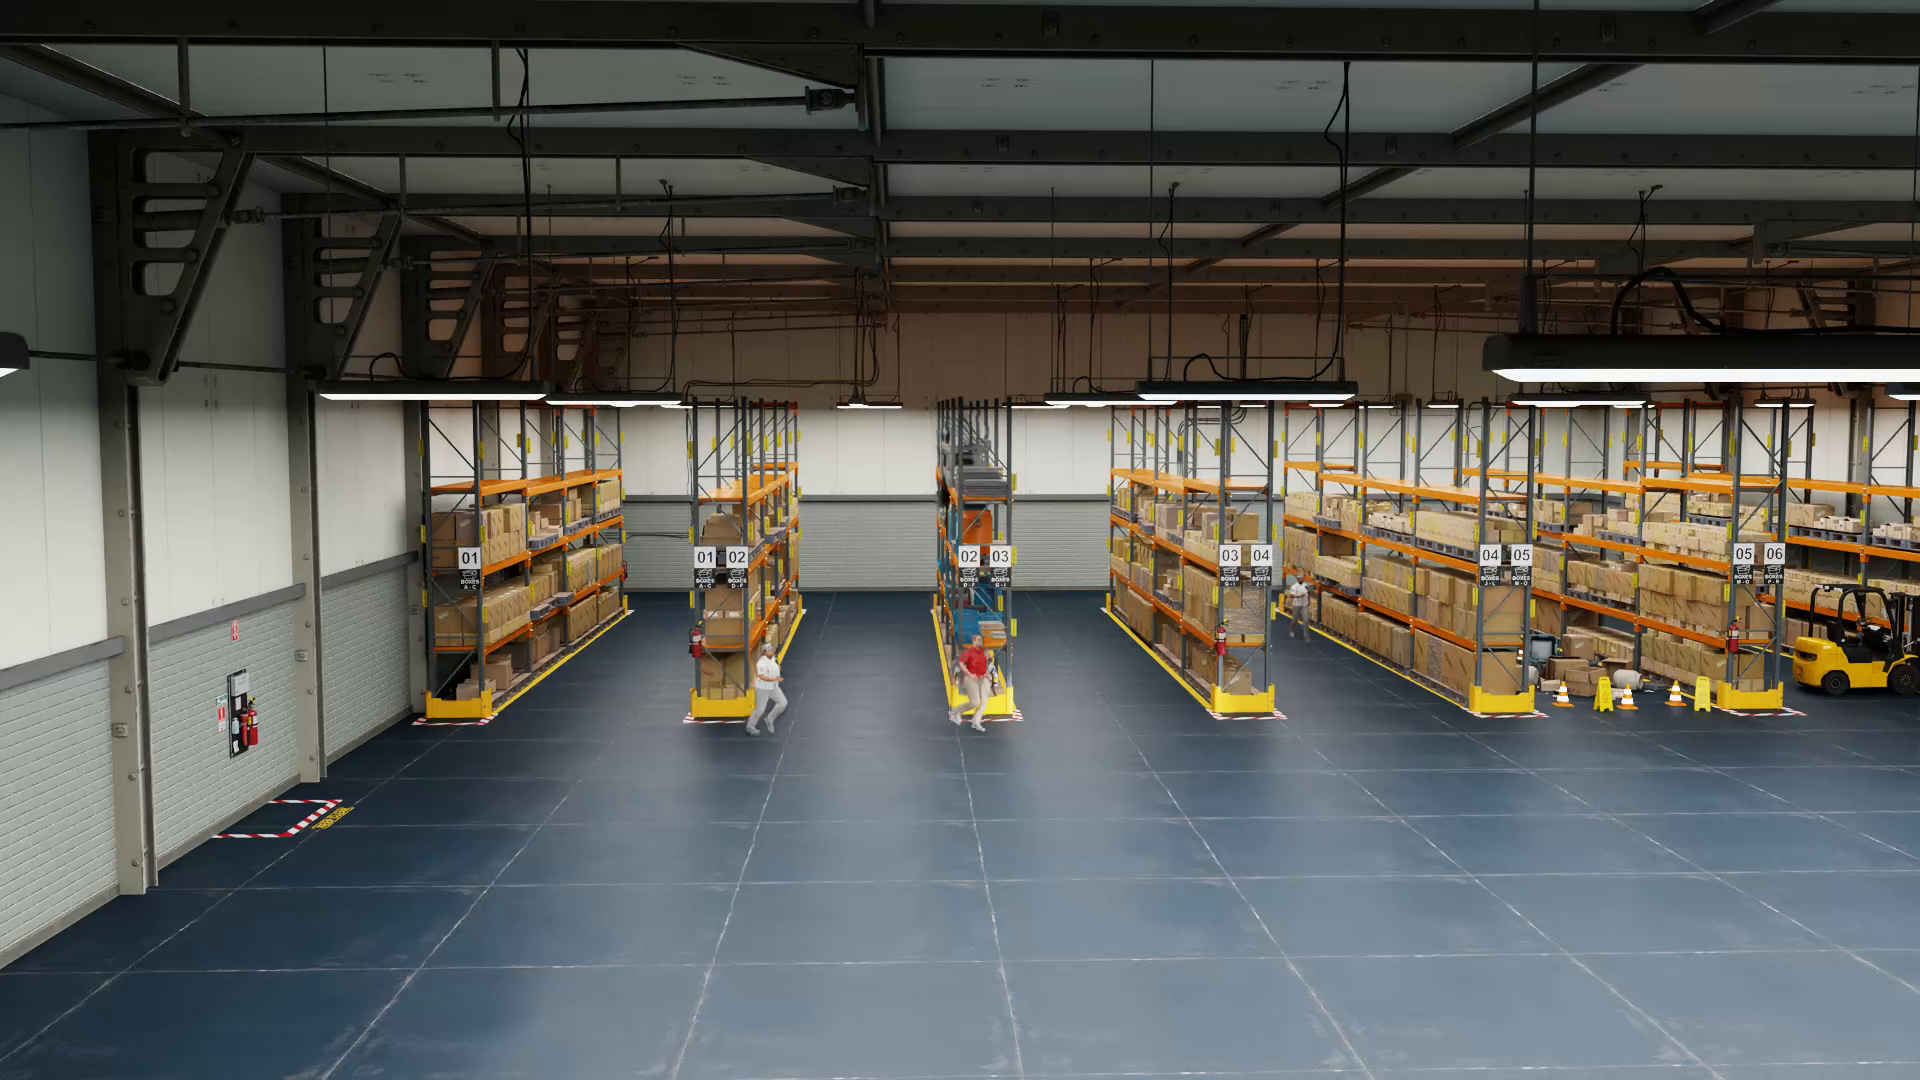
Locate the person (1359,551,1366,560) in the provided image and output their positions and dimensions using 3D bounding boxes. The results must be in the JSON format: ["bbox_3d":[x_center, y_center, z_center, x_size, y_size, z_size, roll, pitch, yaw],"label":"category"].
[{"bbox_3d":[11.982,1.143,49.055,0.932,1.663,0.603,-1,4,-10],"label":"person"}]

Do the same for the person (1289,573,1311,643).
[{"bbox_3d":[8.485,1.663,41.463,0.575,1.709,0.902,-1,4,-9],"label":"person"}]

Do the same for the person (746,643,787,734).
[{"bbox_3d":[-3.390,2.620,29.396,0.808,1.621,0.619,3,5,33],"label":"person"}]

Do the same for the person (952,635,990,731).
[{"bbox_3d":[0.259,2.573,30.096,0.684,1.714,0.681,4,6,39],"label":"person"}]
